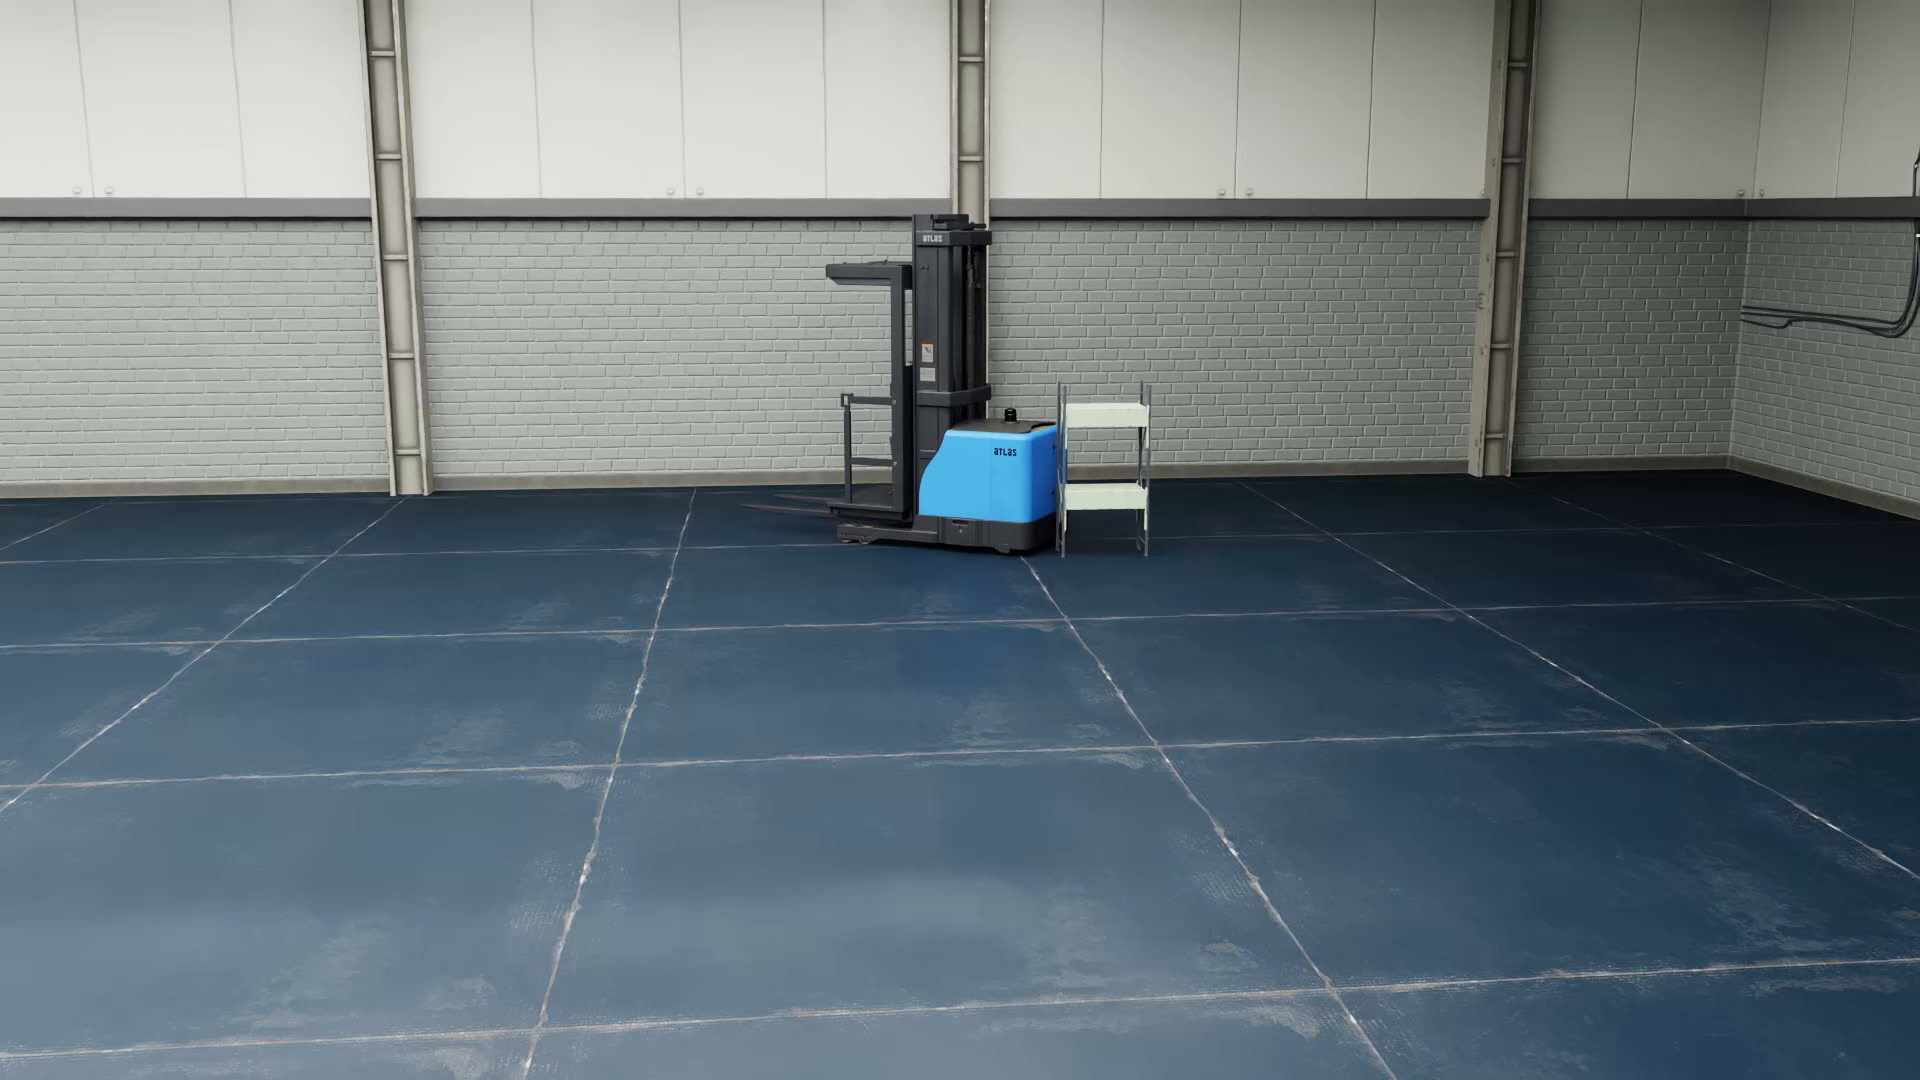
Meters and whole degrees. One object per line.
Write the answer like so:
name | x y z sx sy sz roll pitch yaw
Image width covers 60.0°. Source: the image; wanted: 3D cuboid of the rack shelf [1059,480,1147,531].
rack shelf | 1.247 -0.305 14.604 0.720 0.370 0.431 -1 11 -5

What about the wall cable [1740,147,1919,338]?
wall cable | 9.139 -3.452 17.529 0.112 2.526 3.097 -1 11 -6

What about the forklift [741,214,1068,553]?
forklift | -0.567 -1.488 15.219 3.031 2.935 1.130 5 12 24

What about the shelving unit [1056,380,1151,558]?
shelving unit | 1.247 -0.625 14.541 0.755 1.500 0.431 -1 11 -5

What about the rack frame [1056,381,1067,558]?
rack frame | 0.882 -0.619 14.511 0.023 1.500 0.400 -1 11 -5

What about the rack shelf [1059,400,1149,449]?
rack shelf | 1.247 -1.008 14.466 0.720 0.370 0.431 -1 11 -5

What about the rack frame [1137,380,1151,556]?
rack frame | 1.612 -0.631 14.571 0.023 1.500 0.400 -1 11 -5

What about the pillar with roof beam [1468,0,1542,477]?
pillar with roof beam | 6.533 -4.342 14.008 0.400 9.000 9.100 -1 11 -6

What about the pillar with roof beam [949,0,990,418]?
pillar with roof beam | 0.568 -4.217 13.372 0.400 9.000 9.100 -1 11 -6

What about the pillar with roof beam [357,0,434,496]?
pillar with roof beam | -5.397 -4.092 12.737 0.400 9.000 9.100 -1 11 -6
